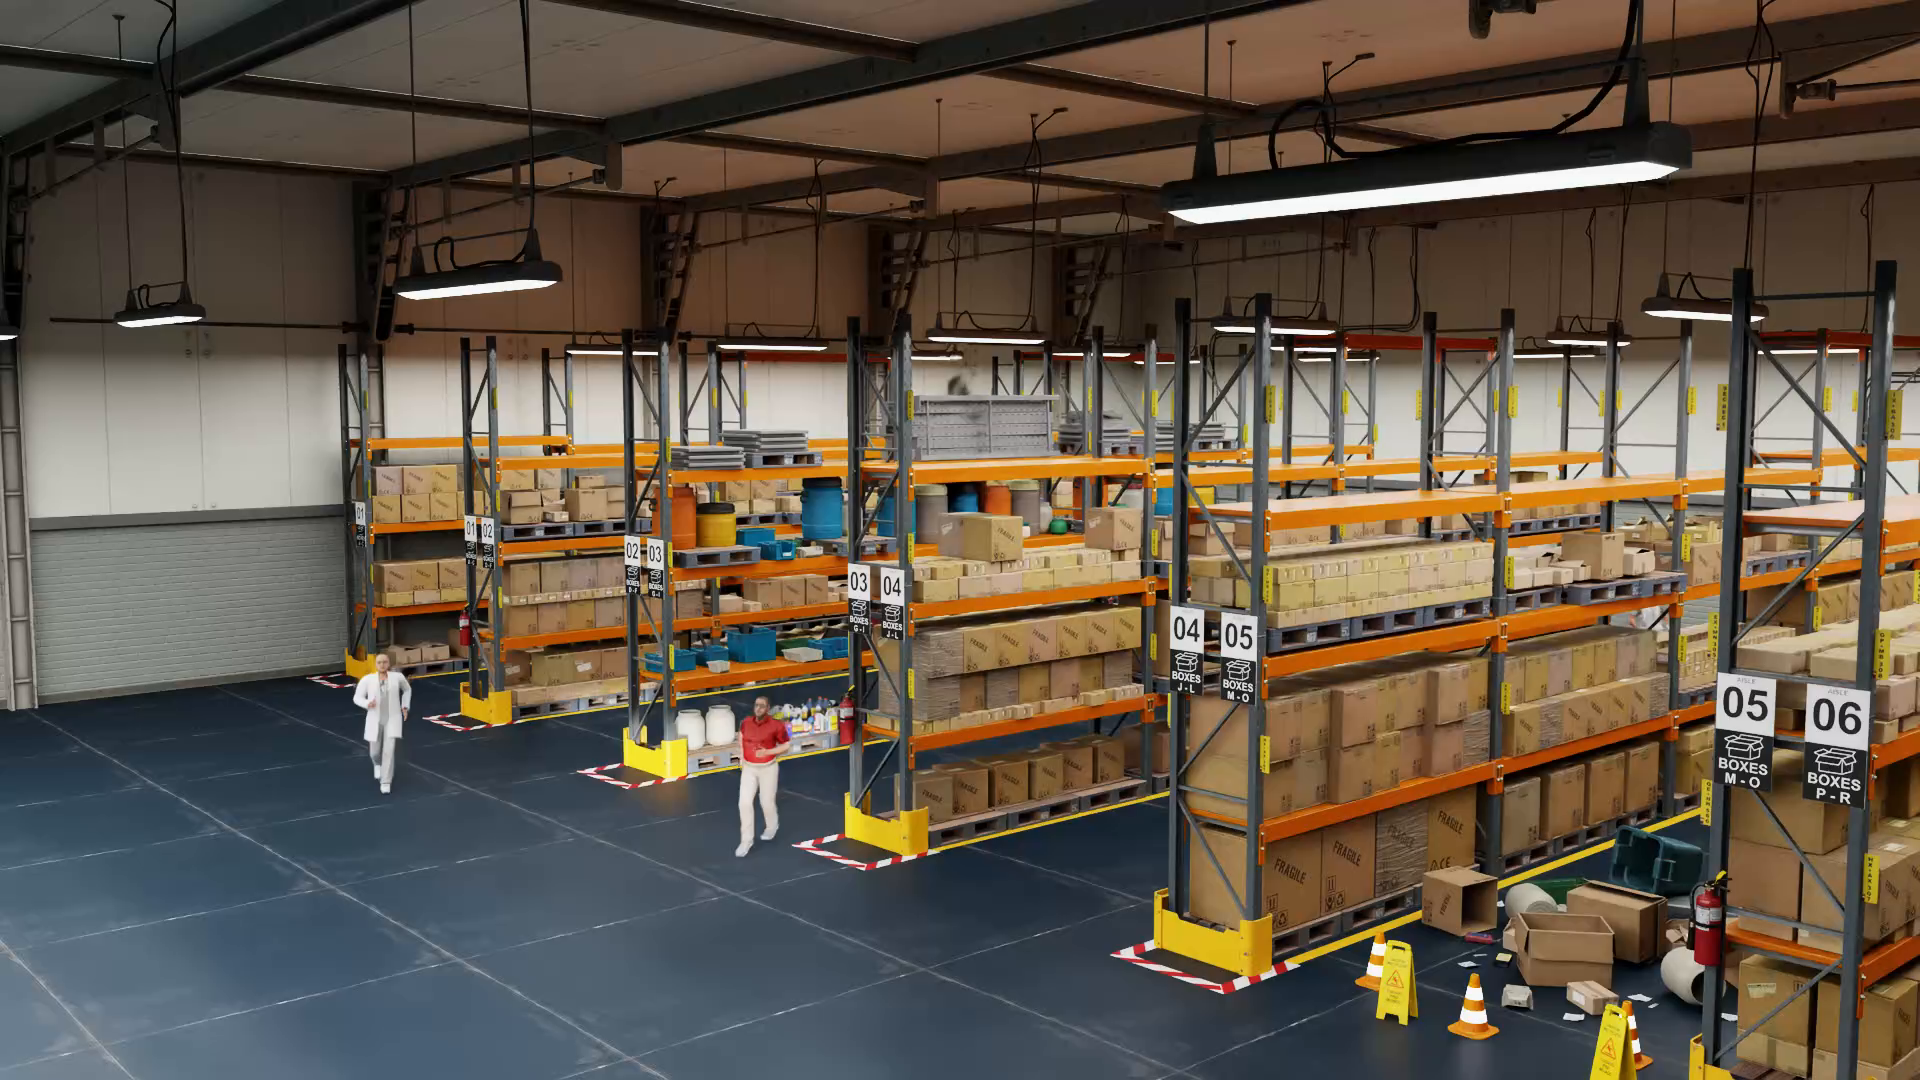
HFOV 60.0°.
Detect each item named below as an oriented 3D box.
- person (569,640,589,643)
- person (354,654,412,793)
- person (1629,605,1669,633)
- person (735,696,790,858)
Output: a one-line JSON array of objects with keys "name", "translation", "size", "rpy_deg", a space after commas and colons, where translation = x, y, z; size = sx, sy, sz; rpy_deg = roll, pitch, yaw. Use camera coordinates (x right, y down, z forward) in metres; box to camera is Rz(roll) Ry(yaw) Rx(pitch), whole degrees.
[{"name": "person", "translation": [-6.784, 1.694, 29.609], "size": [0.566, 1.629, 0.547], "rpy_deg": [3, 6, 33]}, {"name": "person", "translation": [-7.486, 2.345, 21.596], "size": [0.716, 1.753, 0.901], "rpy_deg": [-2, 5, -19]}, {"name": "person", "translation": [12.336, 1.658, 29.651], "size": [0.716, 1.733, 0.533], "rpy_deg": [-1, 5, -6]}, {"name": "person", "translation": [-2.232, 2.627, 18.753], "size": [0.661, 1.753, 0.837], "rpy_deg": [1, 5, 11]}]
